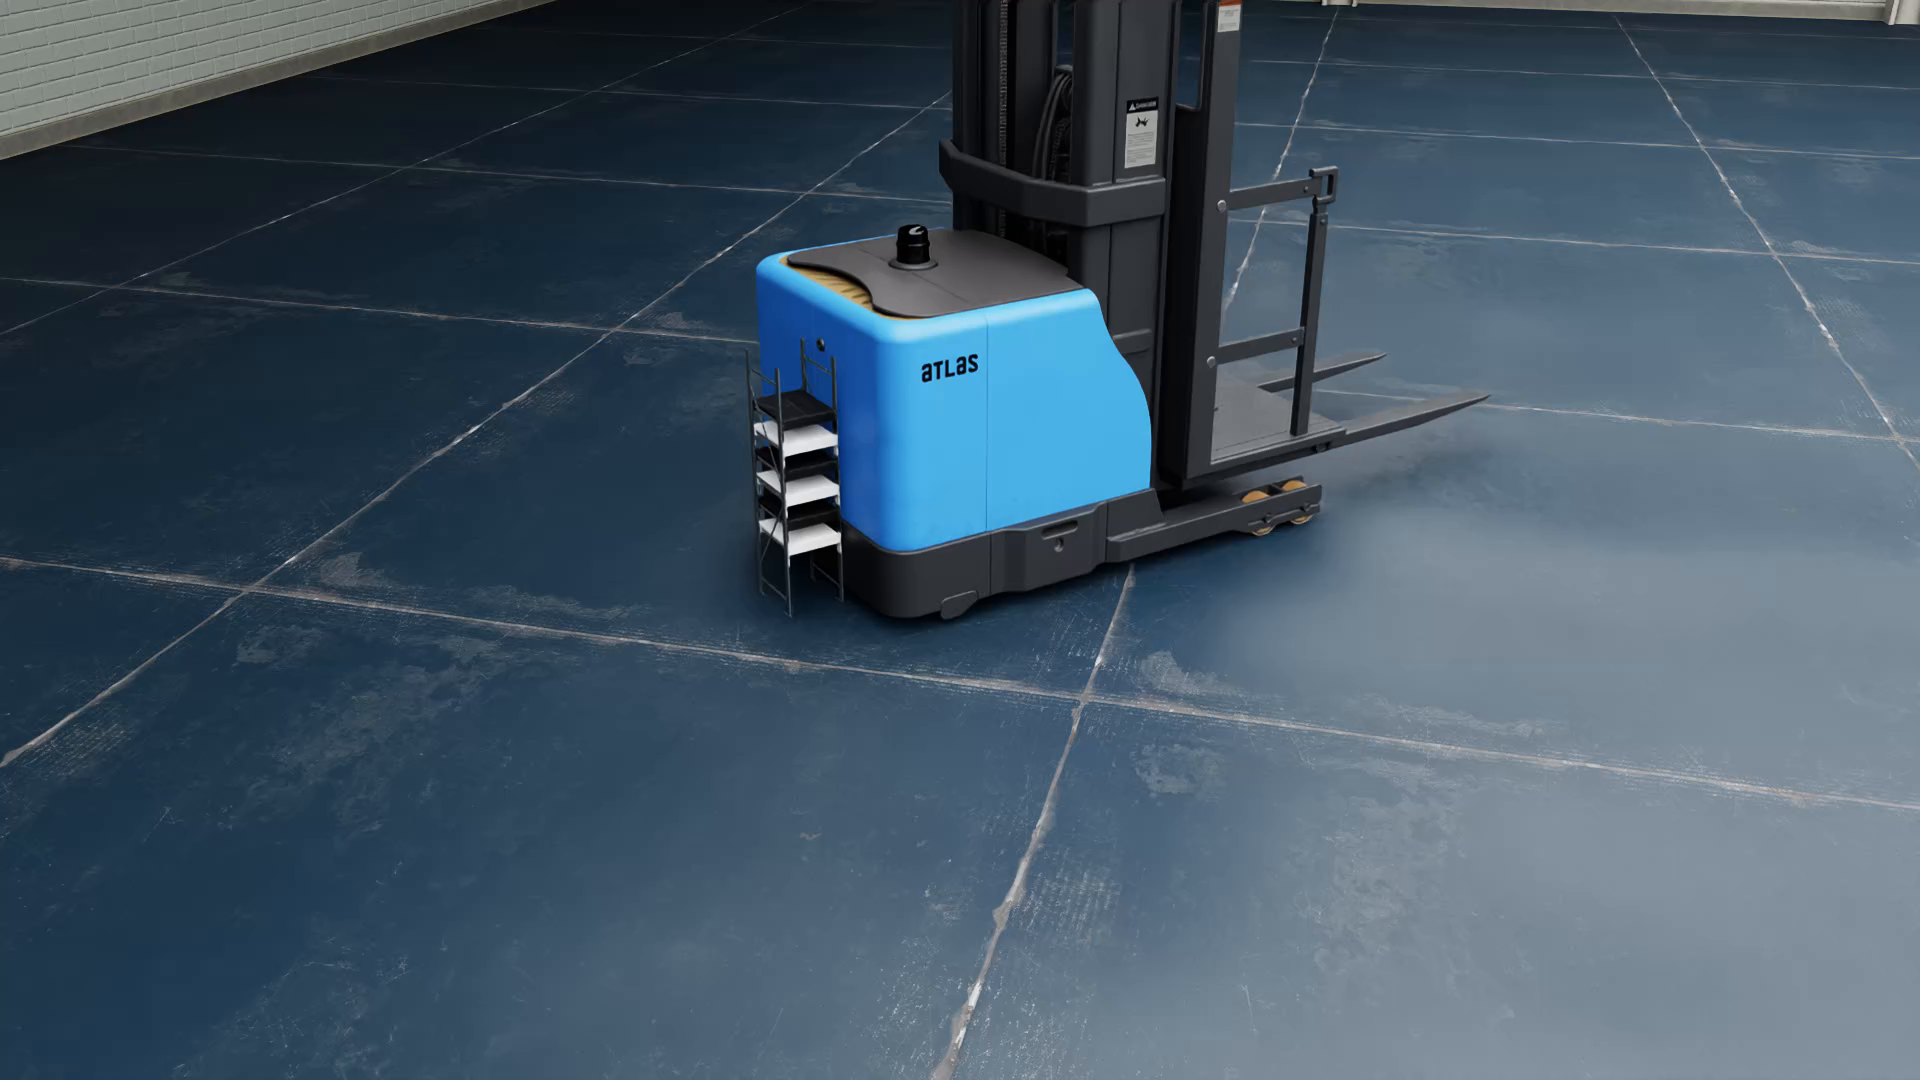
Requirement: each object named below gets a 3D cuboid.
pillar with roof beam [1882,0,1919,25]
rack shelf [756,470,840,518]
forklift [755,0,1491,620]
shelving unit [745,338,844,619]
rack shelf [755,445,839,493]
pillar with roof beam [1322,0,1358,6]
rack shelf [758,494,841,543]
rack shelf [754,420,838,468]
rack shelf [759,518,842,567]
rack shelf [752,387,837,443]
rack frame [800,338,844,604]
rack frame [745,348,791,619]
[{"bbox_3d":[9.159,-7.868,12.307,0.400,9.000,9.100,6,26,13],"label":"pillar with roof beam"},{"bbox_3d":[-0.556,-0.175,5.647,0.200,0.077,0.258,-15,29,-29],"label":"rack shelf"},{"bbox_3d":[0.787,-1.516,6.025,3.031,2.935,1.130,-15,29,-29],"label":"forklift"},{"bbox_3d":[-0.556,-0.205,5.633,0.210,0.900,0.258,-15,29,-29],"label":"shelving unit"},{"bbox_3d":[-0.556,-0.256,5.609,0.200,0.077,0.258,-15,29,-29],"label":"rack shelf"},{"bbox_3d":[3.348,-8.510,13.656,0.400,9.000,9.100,6,26,13],"label":"pillar with roof beam"},{"bbox_3d":[-0.556,-0.093,5.686,0.200,0.077,0.258,-15,29,-29],"label":"rack shelf"},{"bbox_3d":[-0.556,-0.337,5.570,0.200,0.077,0.258,-15,29,-29],"label":"rack shelf"},{"bbox_3d":[-0.556,-0.012,5.725,0.200,0.077,0.258,-15,29,-29],"label":"rack shelf"},{"bbox_3d":[-0.556,-0.418,5.531,0.200,0.077,0.258,-15,29,-29],"label":"rack shelf"},{"bbox_3d":[-0.470,-0.228,5.682,0.006,0.900,0.240,-15,29,-29],"label":"rack frame"},{"bbox_3d":[-0.643,-0.181,5.584,0.006,0.900,0.240,-15,29,-29],"label":"rack frame"}]
